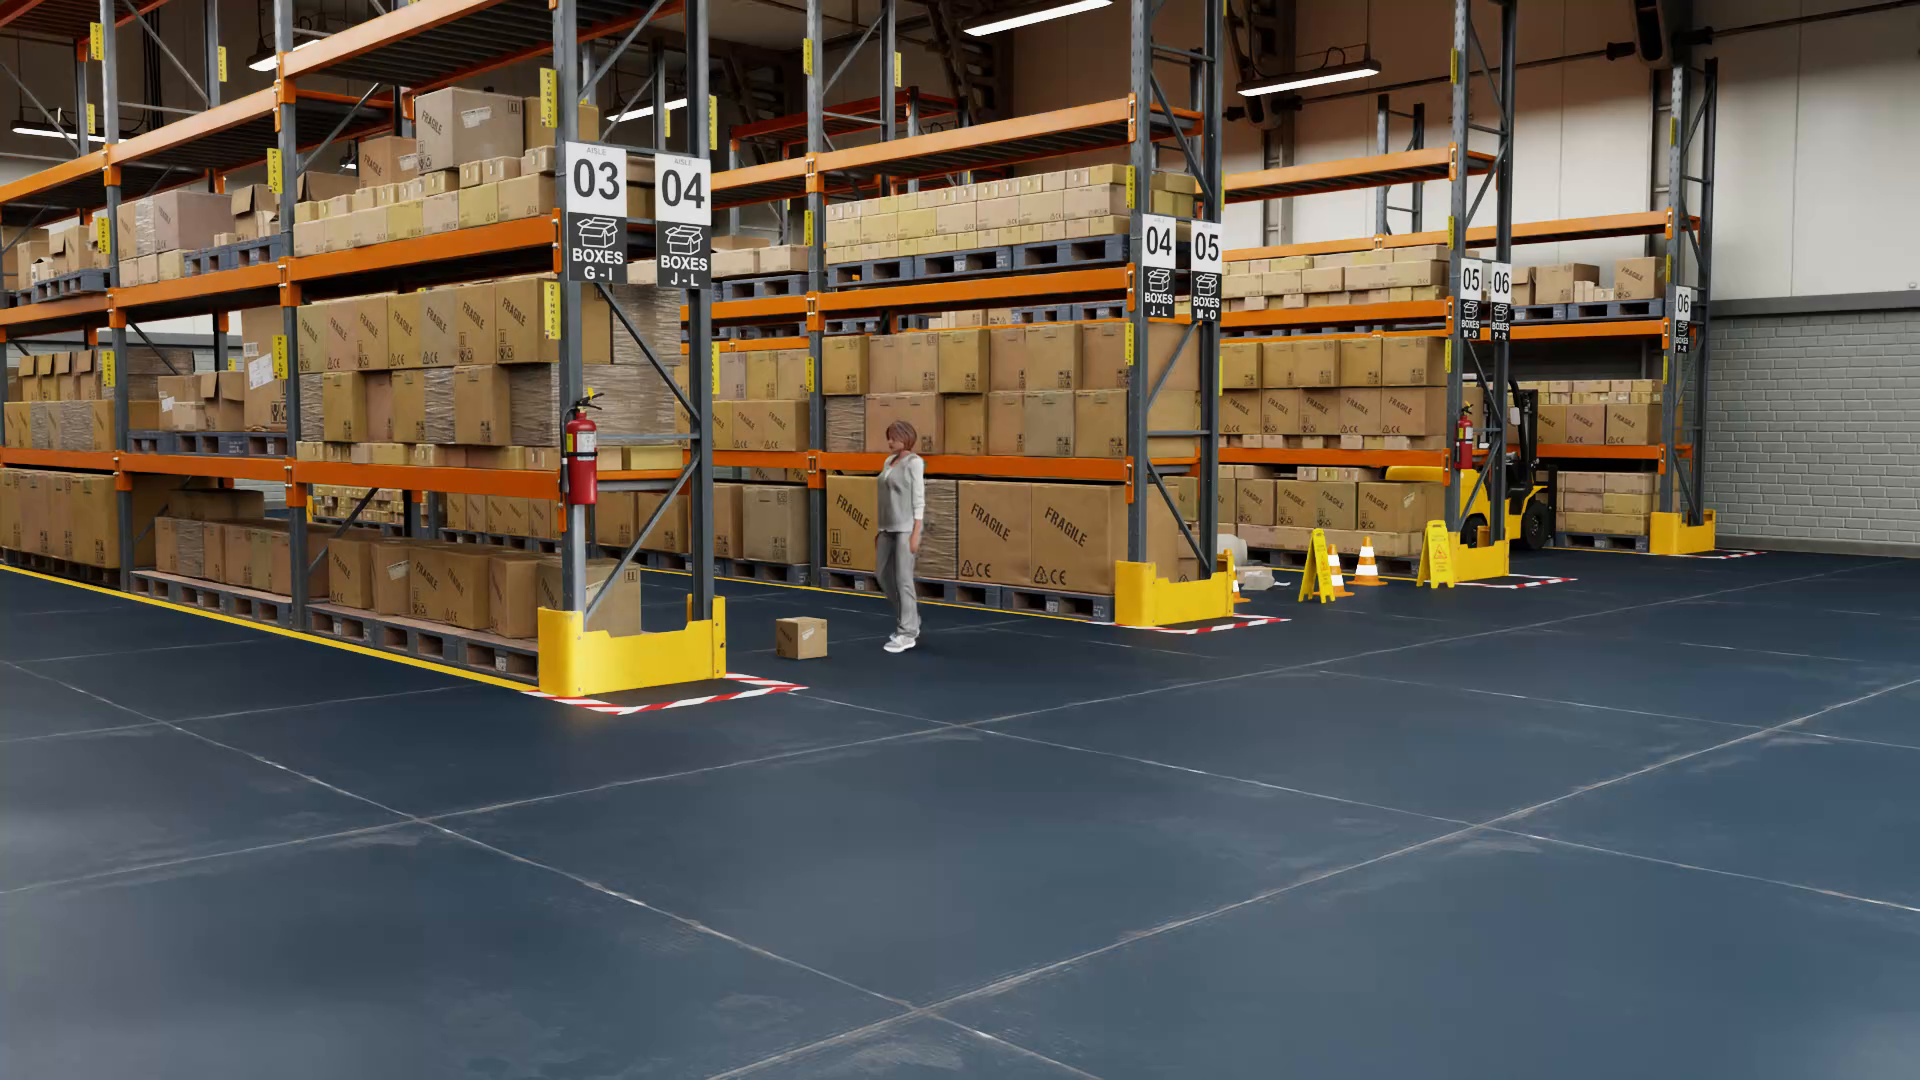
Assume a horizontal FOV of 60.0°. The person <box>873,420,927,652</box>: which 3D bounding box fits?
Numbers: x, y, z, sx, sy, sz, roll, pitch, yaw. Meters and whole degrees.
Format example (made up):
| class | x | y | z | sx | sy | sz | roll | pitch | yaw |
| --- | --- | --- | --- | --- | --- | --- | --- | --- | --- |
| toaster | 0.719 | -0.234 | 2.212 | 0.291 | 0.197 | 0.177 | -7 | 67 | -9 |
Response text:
| class | x | y | z | sx | sy | sz | roll | pitch | yaw |
| --- | --- | --- | --- | --- | --- | --- | --- | --- | --- |
| person | -0.422 | -0.039 | 11.696 | 0.427 | 1.608 | 0.429 | -3 | 5 | -37 |
